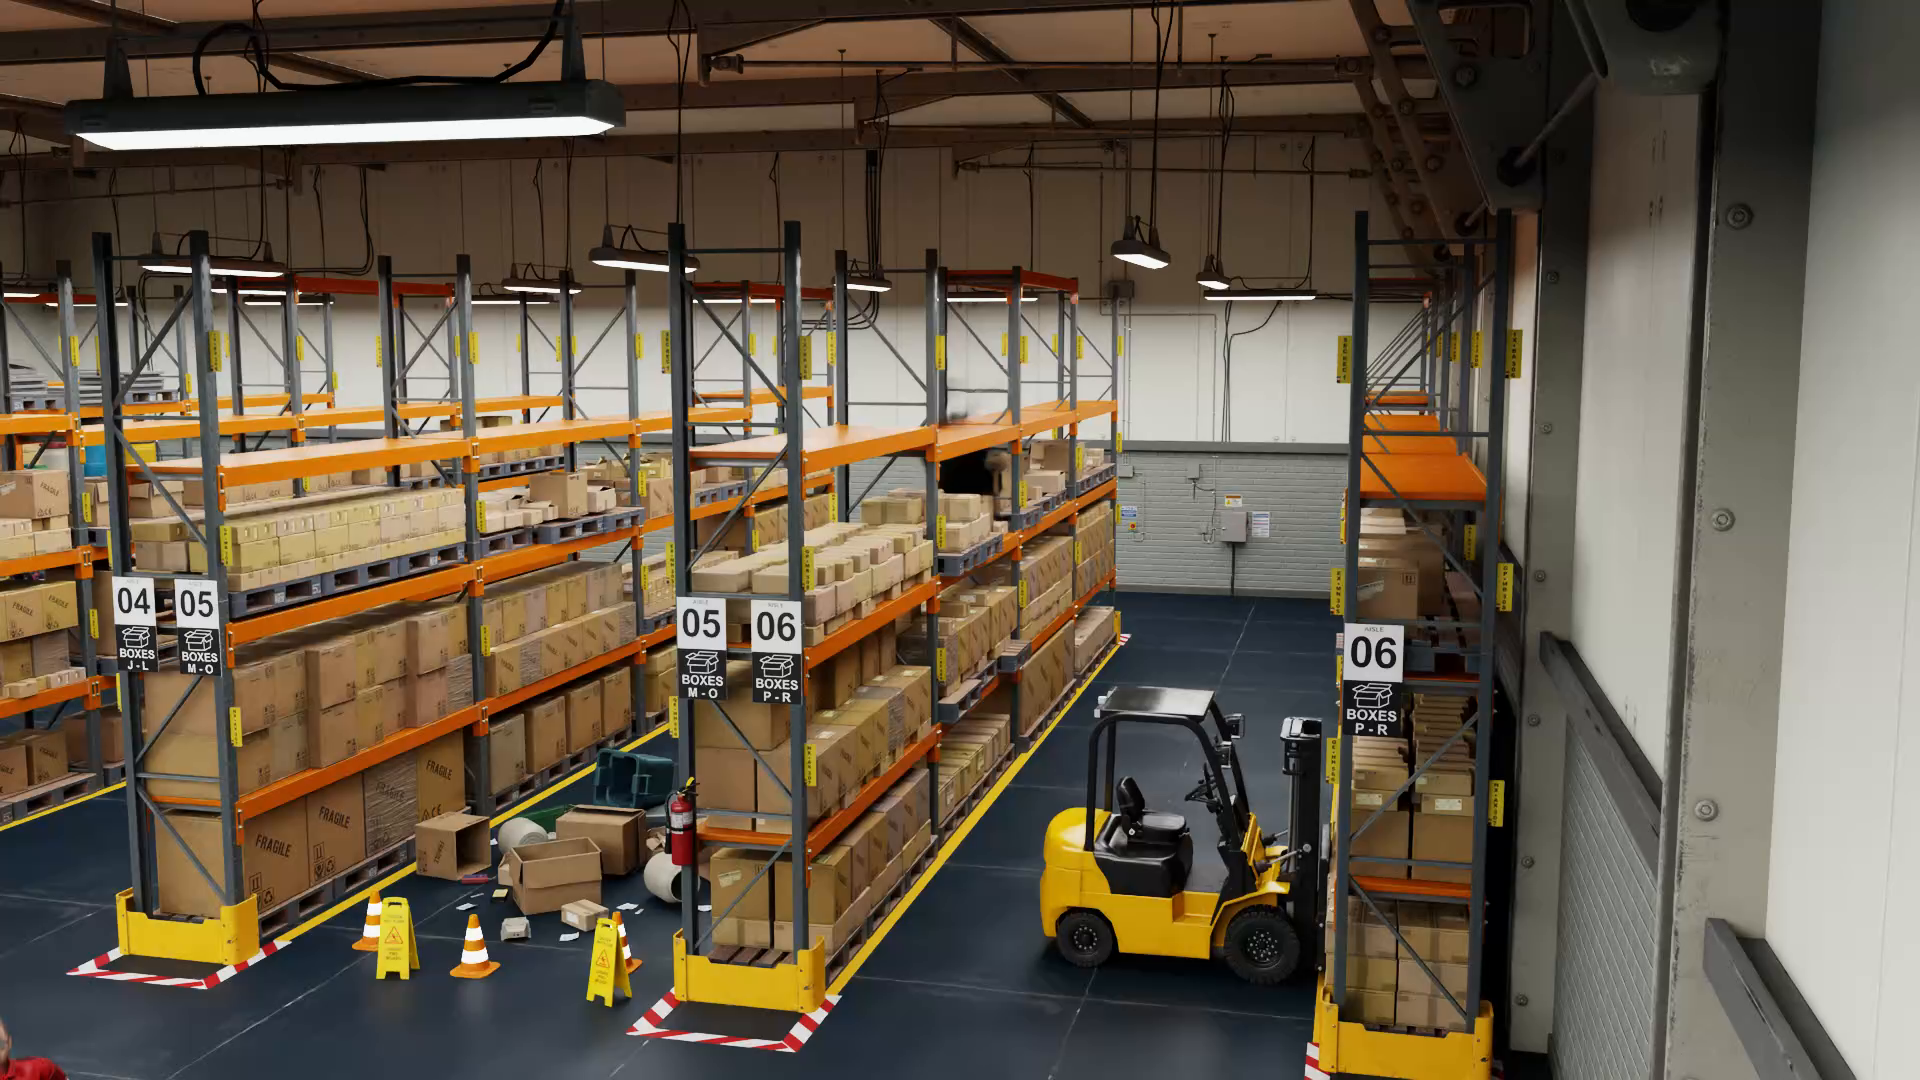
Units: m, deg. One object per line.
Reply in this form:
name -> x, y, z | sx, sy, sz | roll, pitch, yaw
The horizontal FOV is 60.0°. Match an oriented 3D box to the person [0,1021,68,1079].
person -> -4.836, 3.311, 8.414 | 0.640, 1.775, 0.709 | -4, 8, -28
